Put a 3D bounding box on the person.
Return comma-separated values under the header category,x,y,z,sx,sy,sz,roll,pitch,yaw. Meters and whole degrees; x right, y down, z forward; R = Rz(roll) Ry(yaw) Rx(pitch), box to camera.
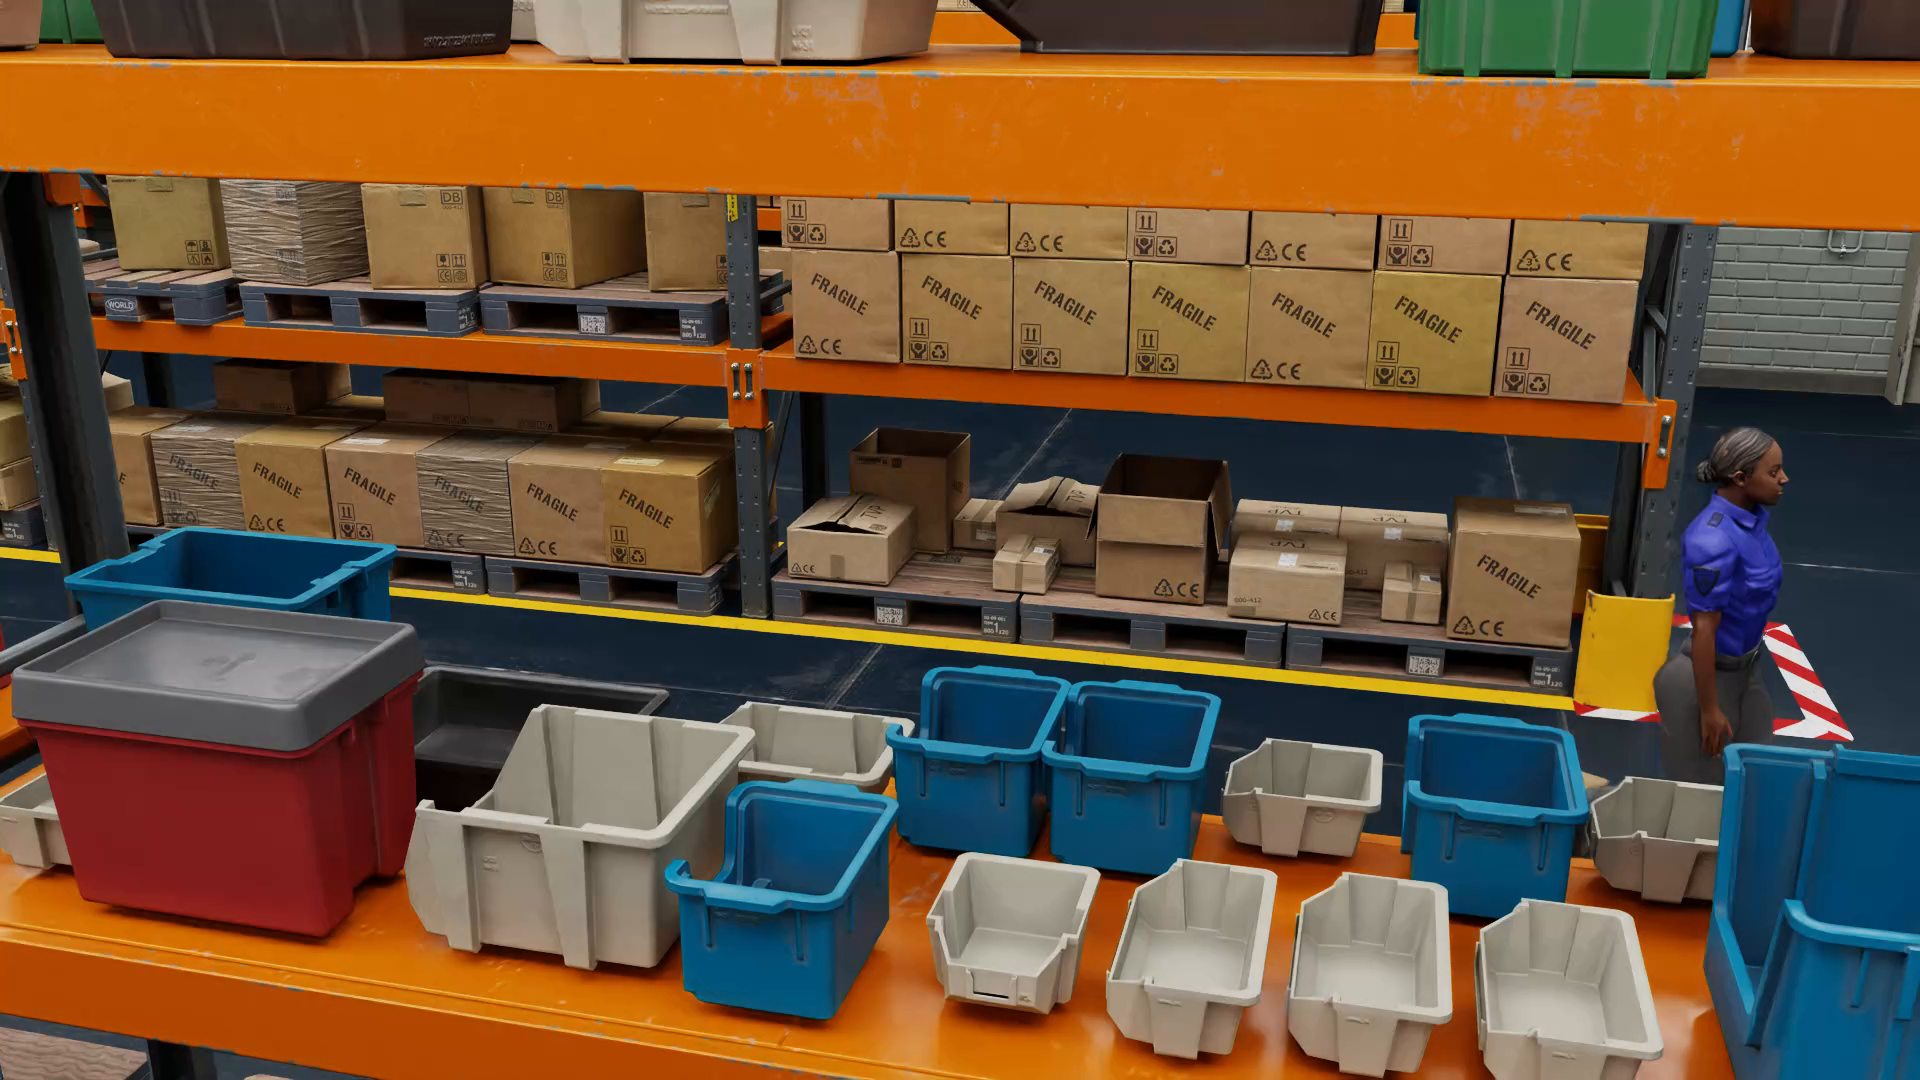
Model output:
category,x,y,z,sx,sy,sz,roll,pitch,yaw
person,2.303,0.432,5.216,0.736,1.628,0.444,16,24,40
